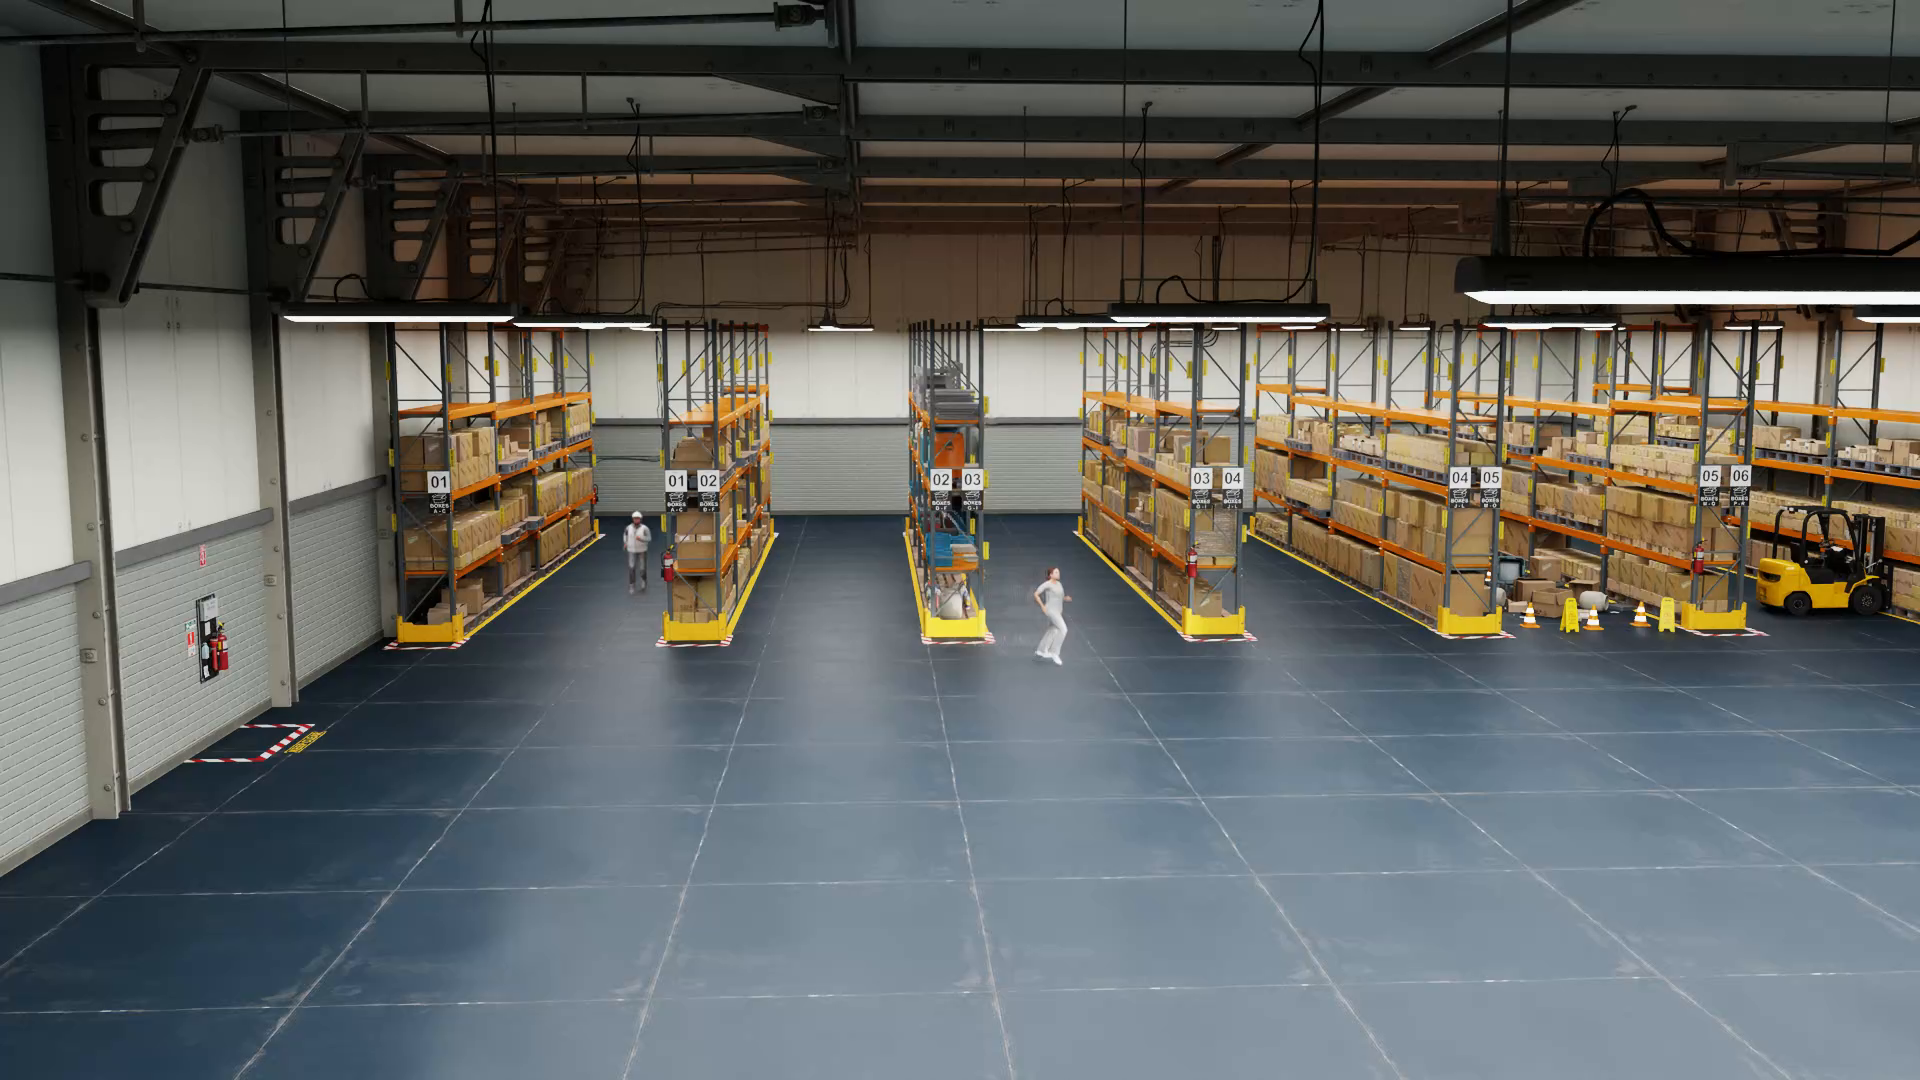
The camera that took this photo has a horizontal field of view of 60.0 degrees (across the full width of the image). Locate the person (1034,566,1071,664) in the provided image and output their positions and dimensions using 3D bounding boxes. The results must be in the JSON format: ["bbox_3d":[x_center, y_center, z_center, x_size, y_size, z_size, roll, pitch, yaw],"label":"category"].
[{"bbox_3d":[1.633,1.304,29.117,0.721,1.704,0.530,4,8,31],"label":"person"}]

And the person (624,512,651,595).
[{"bbox_3d":[-7.164,0.261,36.919,0.645,1.785,0.904,0,7,-2],"label":"person"}]
